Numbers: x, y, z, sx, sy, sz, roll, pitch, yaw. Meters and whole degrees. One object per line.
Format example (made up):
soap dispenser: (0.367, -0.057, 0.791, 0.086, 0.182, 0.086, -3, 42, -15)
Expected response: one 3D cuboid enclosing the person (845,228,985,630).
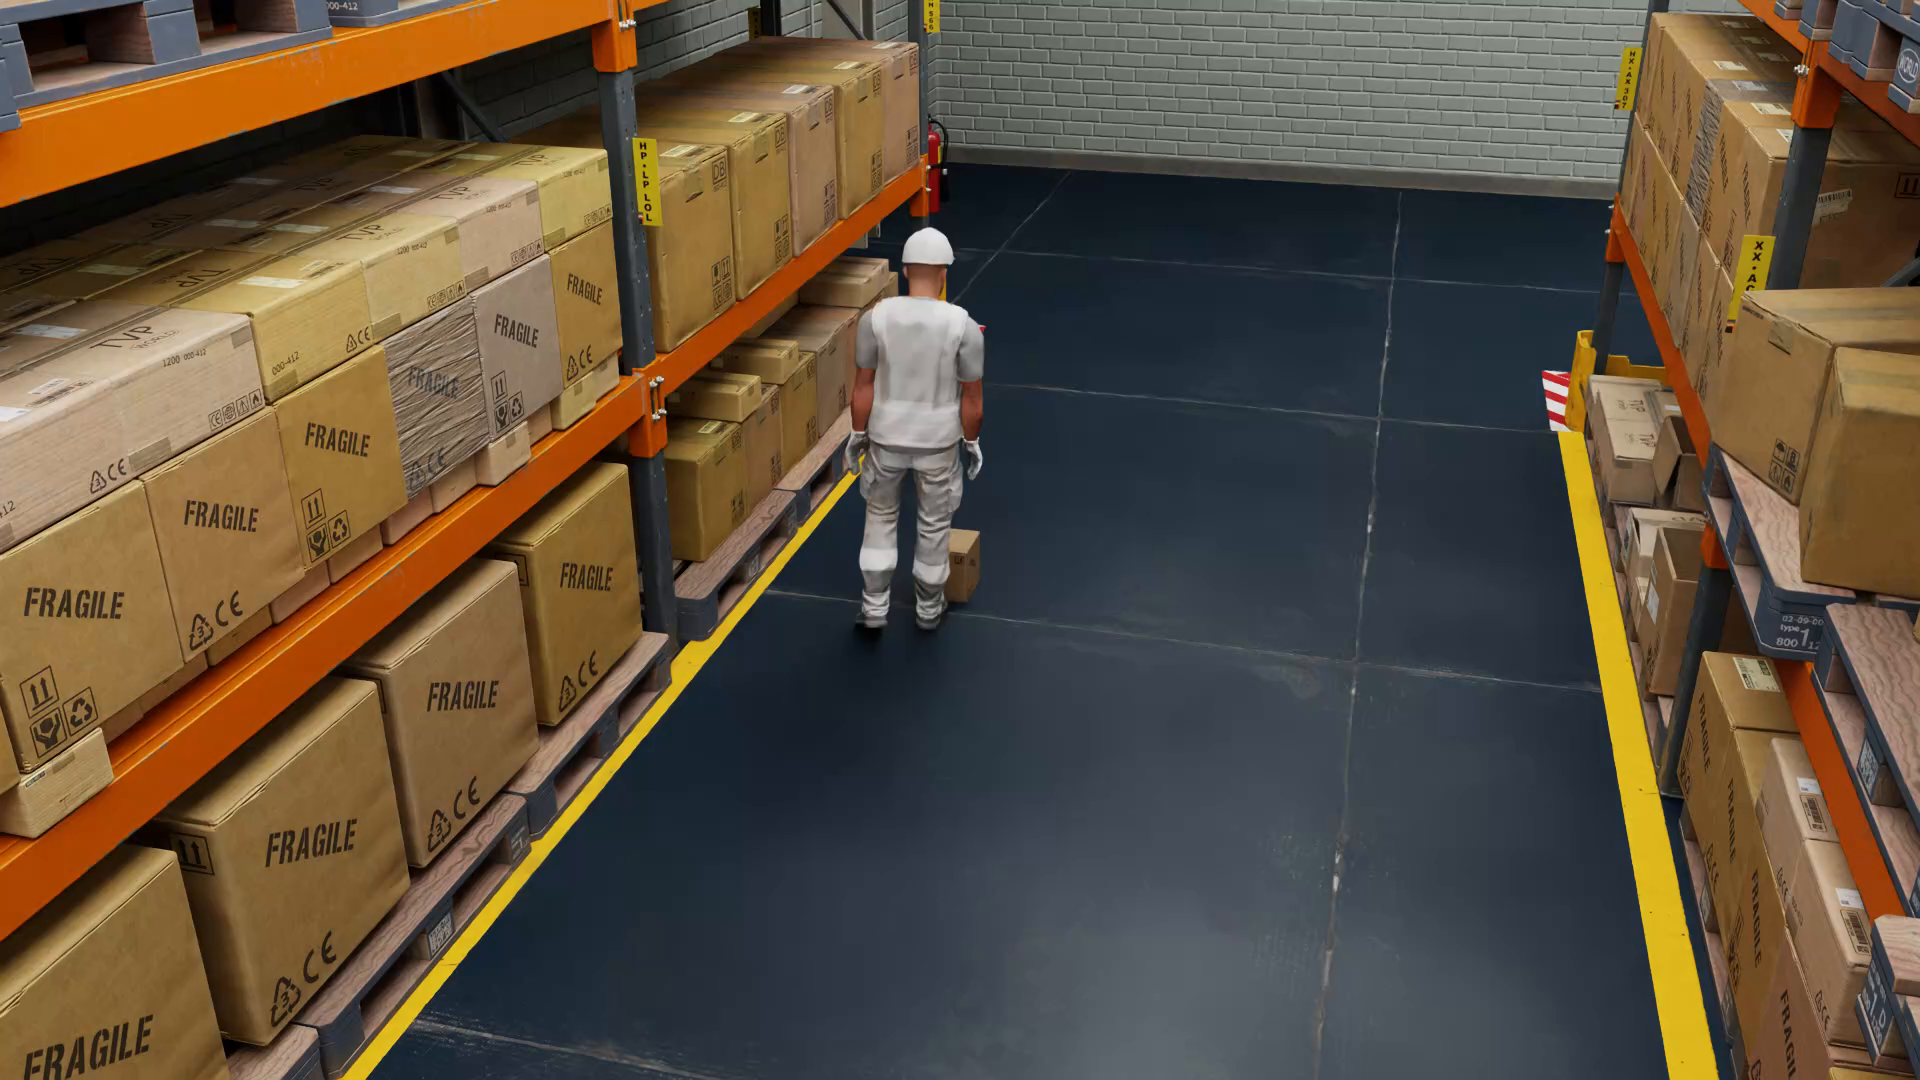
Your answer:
person: (-0.175, -0.423, 6.971, 0.586, 1.818, 0.480, 3, 25, 6)
